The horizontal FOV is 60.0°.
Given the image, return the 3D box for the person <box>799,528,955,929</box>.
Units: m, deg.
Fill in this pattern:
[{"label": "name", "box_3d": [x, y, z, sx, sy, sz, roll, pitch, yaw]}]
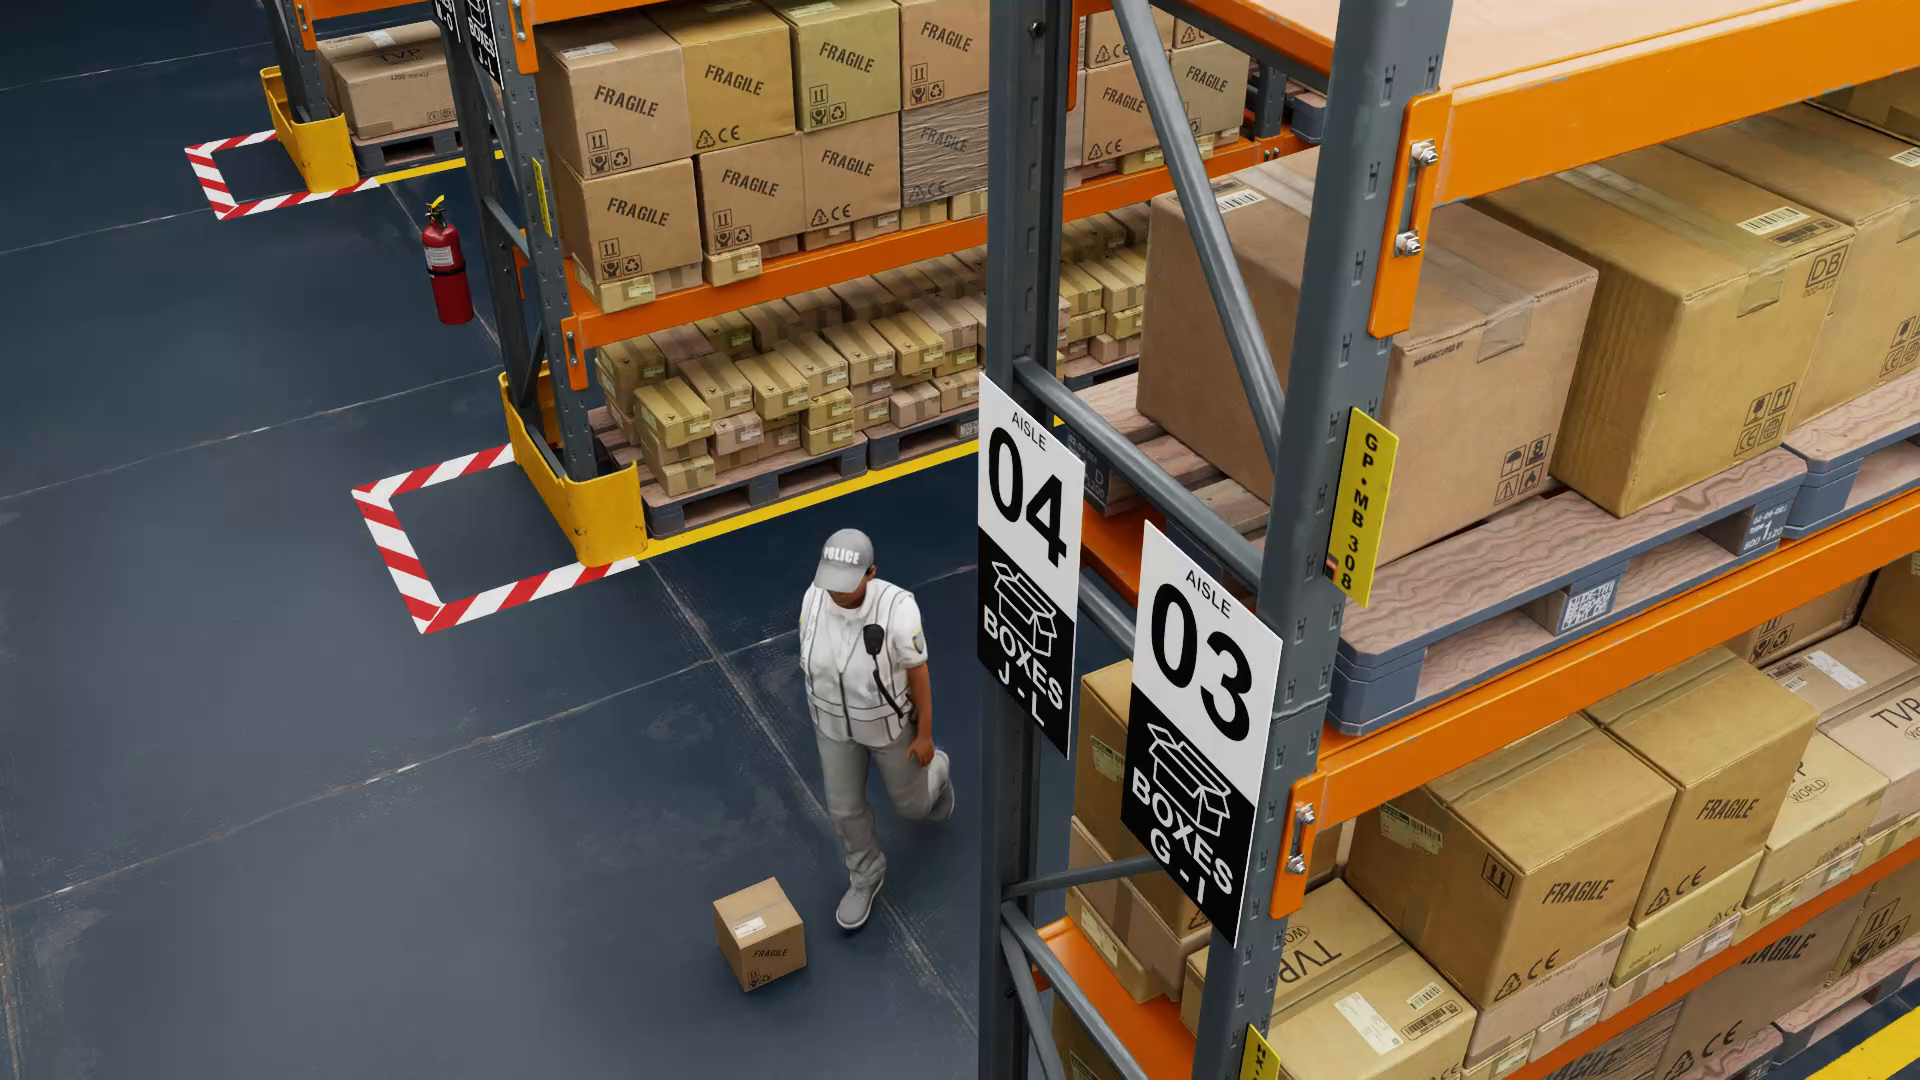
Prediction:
[{"label": "person", "box_3d": [-0.318, 0.624, 6.085, 0.525, 1.646, 0.717, 11, 38, 14]}]
